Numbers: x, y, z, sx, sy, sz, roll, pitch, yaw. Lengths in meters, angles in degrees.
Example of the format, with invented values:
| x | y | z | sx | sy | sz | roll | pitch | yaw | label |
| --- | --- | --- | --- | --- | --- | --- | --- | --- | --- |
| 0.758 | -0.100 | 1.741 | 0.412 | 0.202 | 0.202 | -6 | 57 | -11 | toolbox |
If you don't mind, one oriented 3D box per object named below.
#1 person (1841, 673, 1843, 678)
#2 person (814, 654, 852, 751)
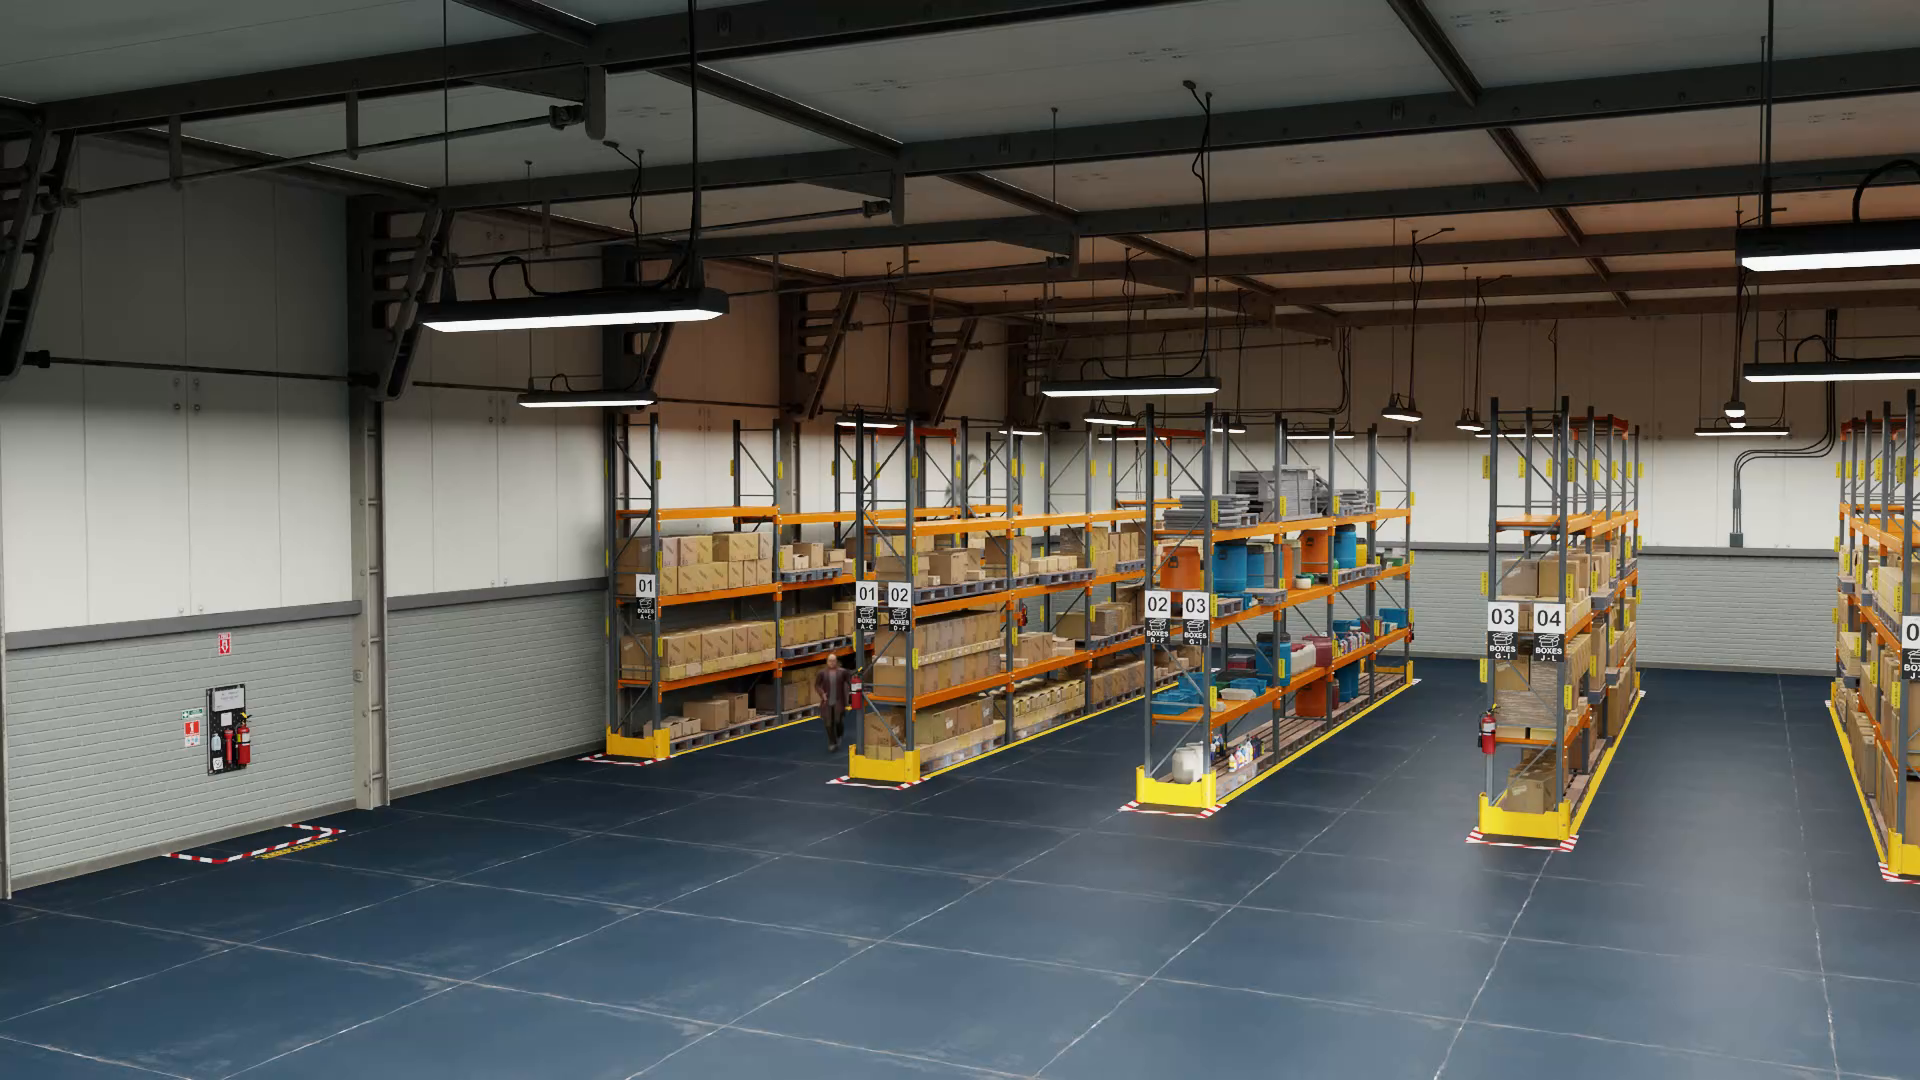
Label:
| x | y | z | sx | sy | sz | roll | pitch | yaw | label |
| --- | --- | --- | --- | --- | --- | --- | --- | --- | --- |
| 19.446 | 2.691 | 36.019 | 0.684 | 1.634 | 0.582 | 1 | 3 | 30 | person |
| -2.246 | 2.857 | 29.470 | 0.690 | 1.663 | 0.715 | 0 | 2 | 1 | person |
